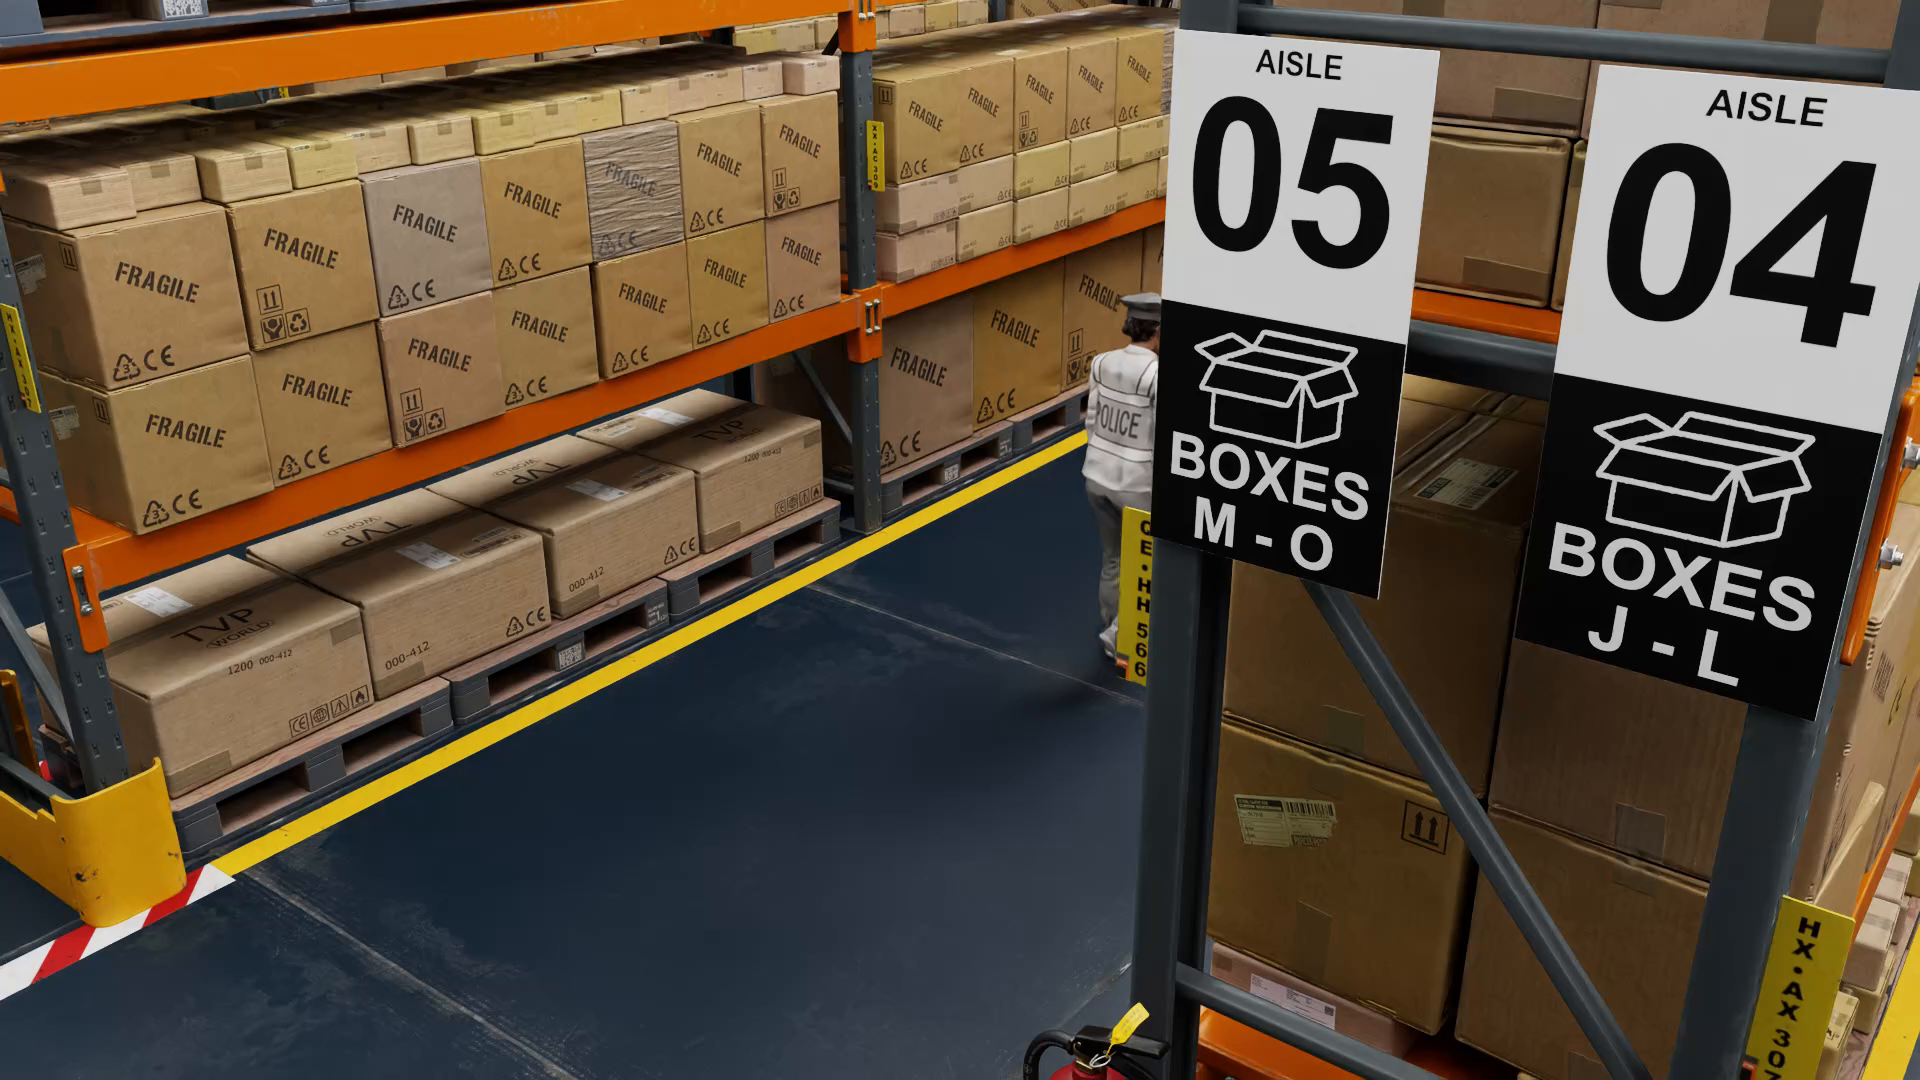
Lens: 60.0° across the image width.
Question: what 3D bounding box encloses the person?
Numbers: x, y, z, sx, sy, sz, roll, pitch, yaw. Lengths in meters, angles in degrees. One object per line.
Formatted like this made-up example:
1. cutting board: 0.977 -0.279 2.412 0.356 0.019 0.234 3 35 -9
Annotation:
1. person: 0.751 -0.228 7.079 0.548 1.658 0.500 -20 31 -38
